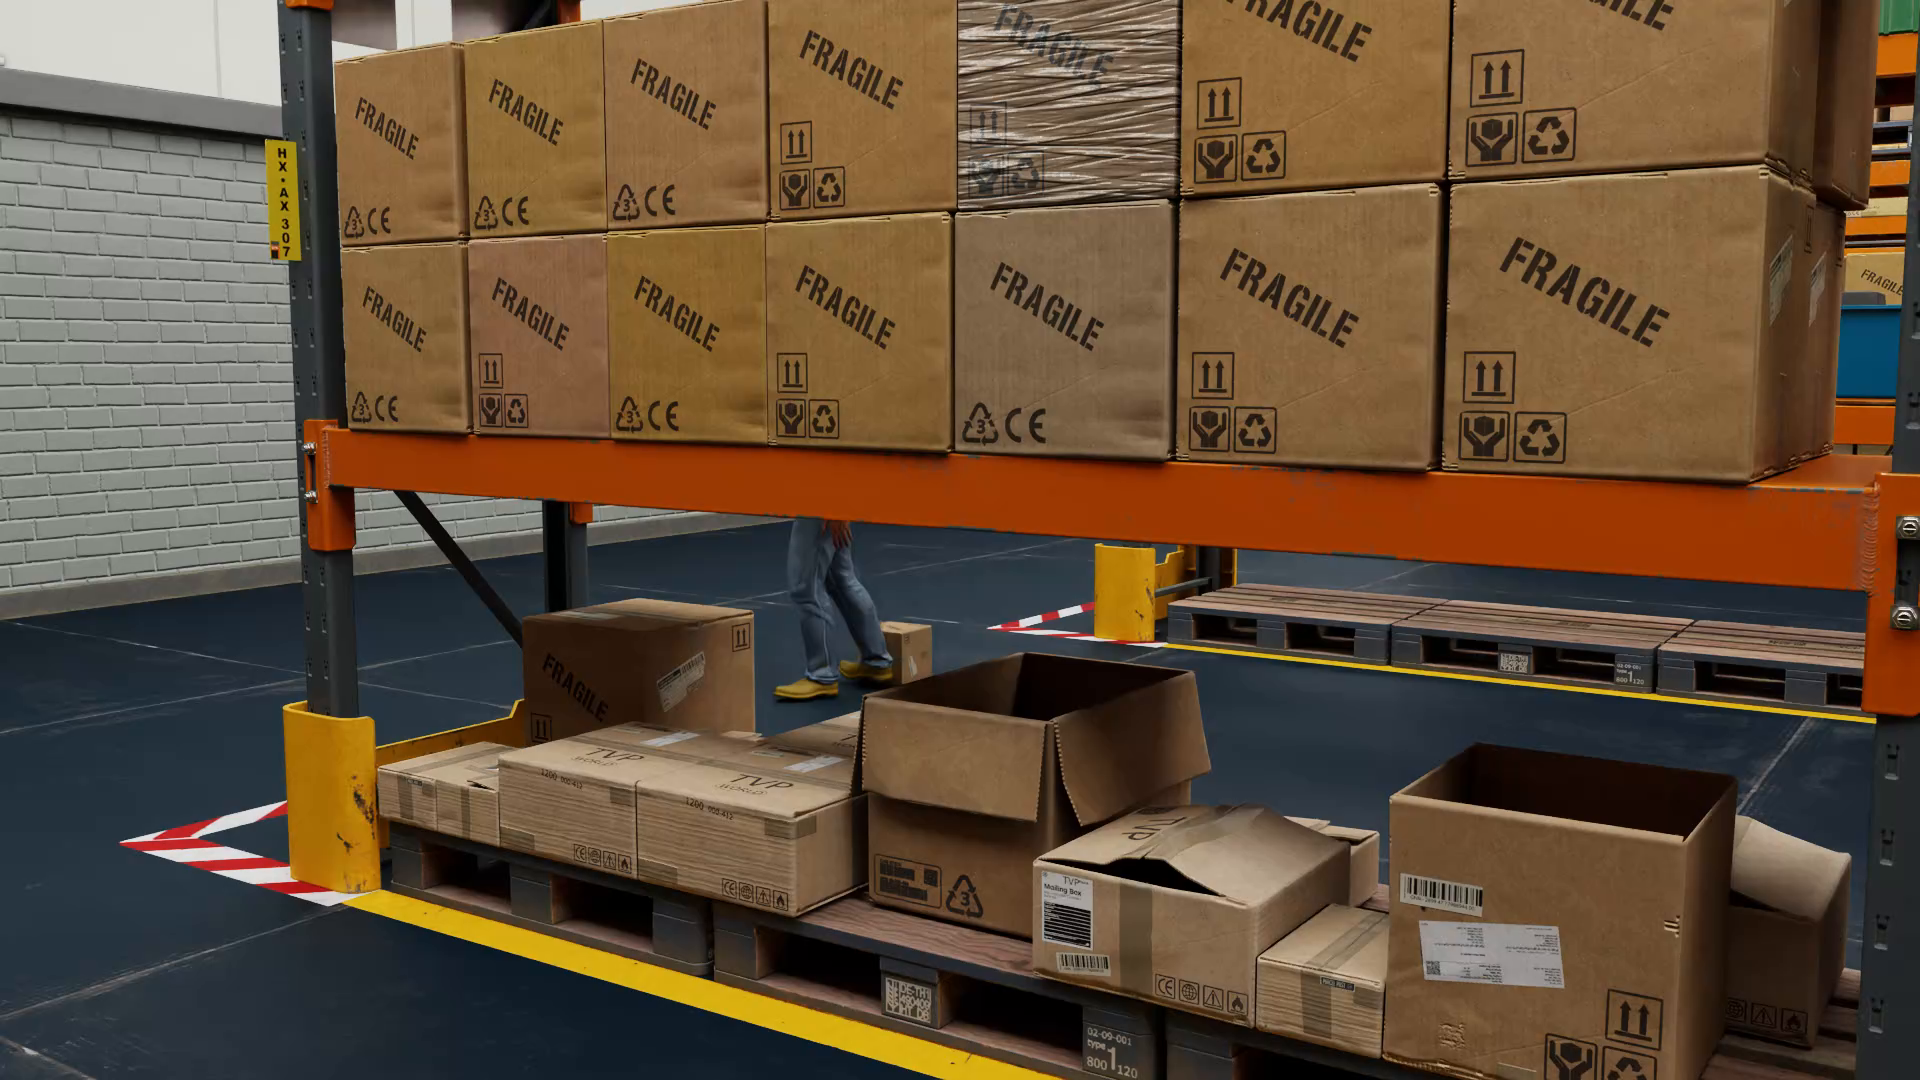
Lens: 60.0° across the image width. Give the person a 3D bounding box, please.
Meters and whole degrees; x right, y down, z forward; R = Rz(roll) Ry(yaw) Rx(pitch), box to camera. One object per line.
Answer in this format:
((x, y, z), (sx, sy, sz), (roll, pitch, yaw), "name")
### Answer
((6.458, 0.168, 4.166), (12.855, 1.757, 9.965), (-1, 6, -13), "person")
